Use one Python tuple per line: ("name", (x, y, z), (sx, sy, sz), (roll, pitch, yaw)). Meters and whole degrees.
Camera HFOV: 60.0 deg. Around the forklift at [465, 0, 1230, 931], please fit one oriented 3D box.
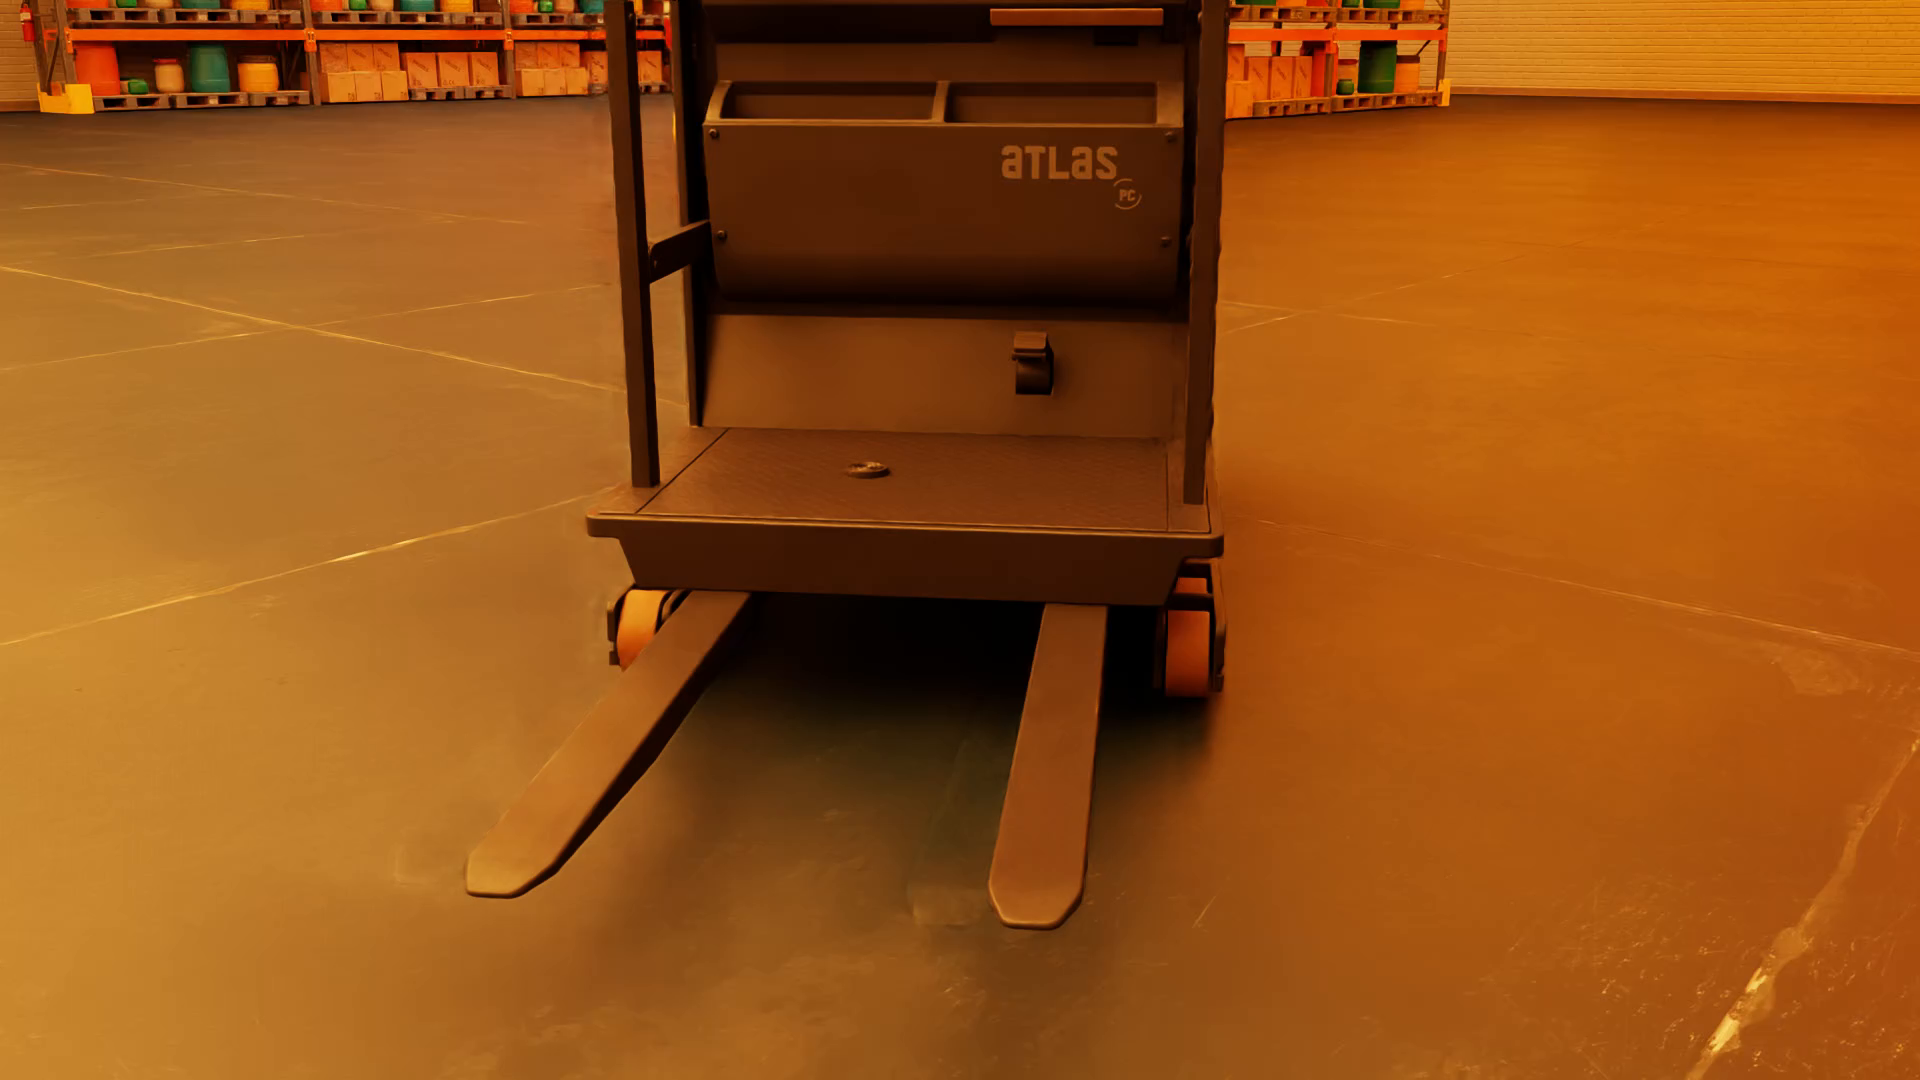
("forklift", (-0.053, -1.219, 2.913), (1.130, 2.935, 3.031), (2, 17, 6))
